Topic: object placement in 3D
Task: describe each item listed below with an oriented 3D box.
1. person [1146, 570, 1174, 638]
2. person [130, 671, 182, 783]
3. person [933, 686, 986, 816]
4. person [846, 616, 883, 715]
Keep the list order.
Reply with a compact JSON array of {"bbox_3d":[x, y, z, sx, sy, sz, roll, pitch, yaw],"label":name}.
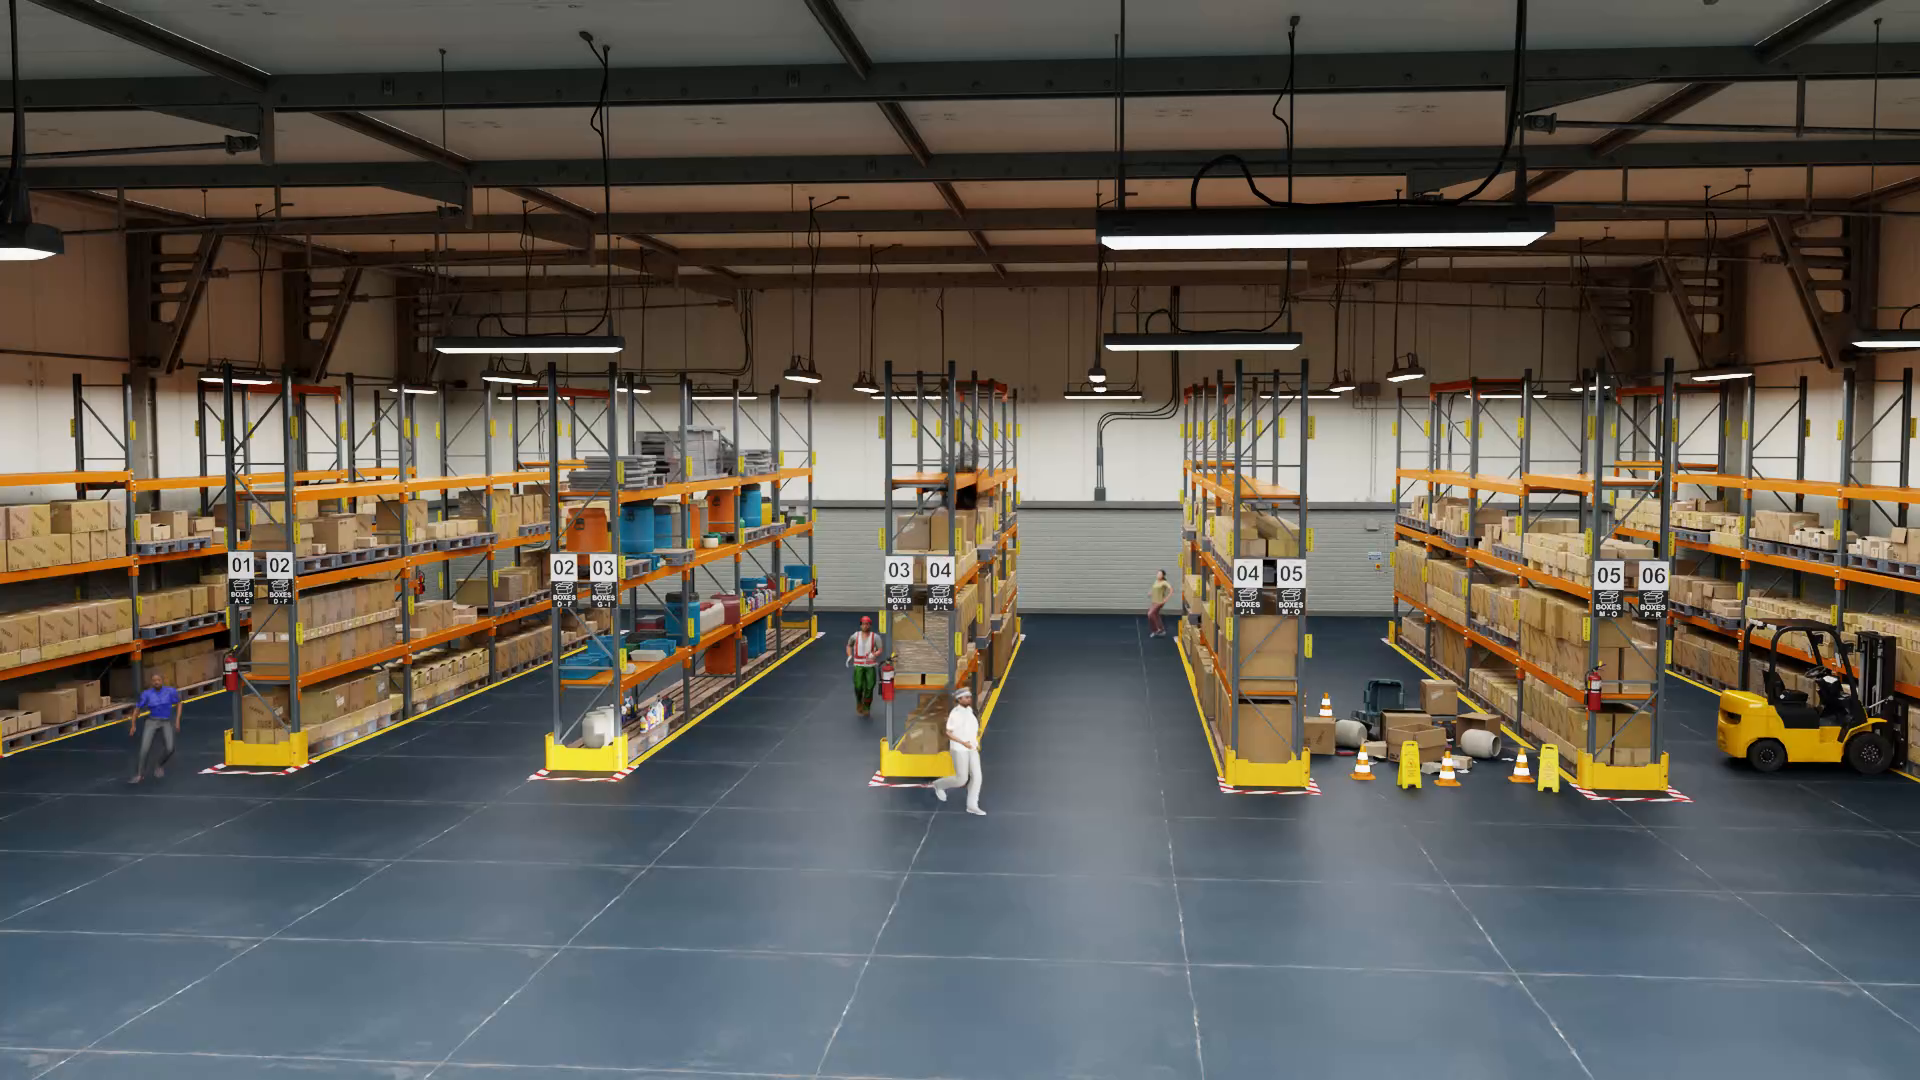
[{"bbox_3d":[4.795,1.543,40.186,0.634,1.668,0.644,-2,4,-28],"label":"person"},{"bbox_3d":[-11.559,2.672,23.897,0.699,1.552,0.451,-2,4,-30],"label":"person"},{"bbox_3d":[0.015,2.744,21.806,0.792,1.686,0.581,3,5,36],"label":"person"},{"bbox_3d":[-1.662,2.205,28.976,0.644,1.742,0.599,0,4,-1],"label":"person"}]
